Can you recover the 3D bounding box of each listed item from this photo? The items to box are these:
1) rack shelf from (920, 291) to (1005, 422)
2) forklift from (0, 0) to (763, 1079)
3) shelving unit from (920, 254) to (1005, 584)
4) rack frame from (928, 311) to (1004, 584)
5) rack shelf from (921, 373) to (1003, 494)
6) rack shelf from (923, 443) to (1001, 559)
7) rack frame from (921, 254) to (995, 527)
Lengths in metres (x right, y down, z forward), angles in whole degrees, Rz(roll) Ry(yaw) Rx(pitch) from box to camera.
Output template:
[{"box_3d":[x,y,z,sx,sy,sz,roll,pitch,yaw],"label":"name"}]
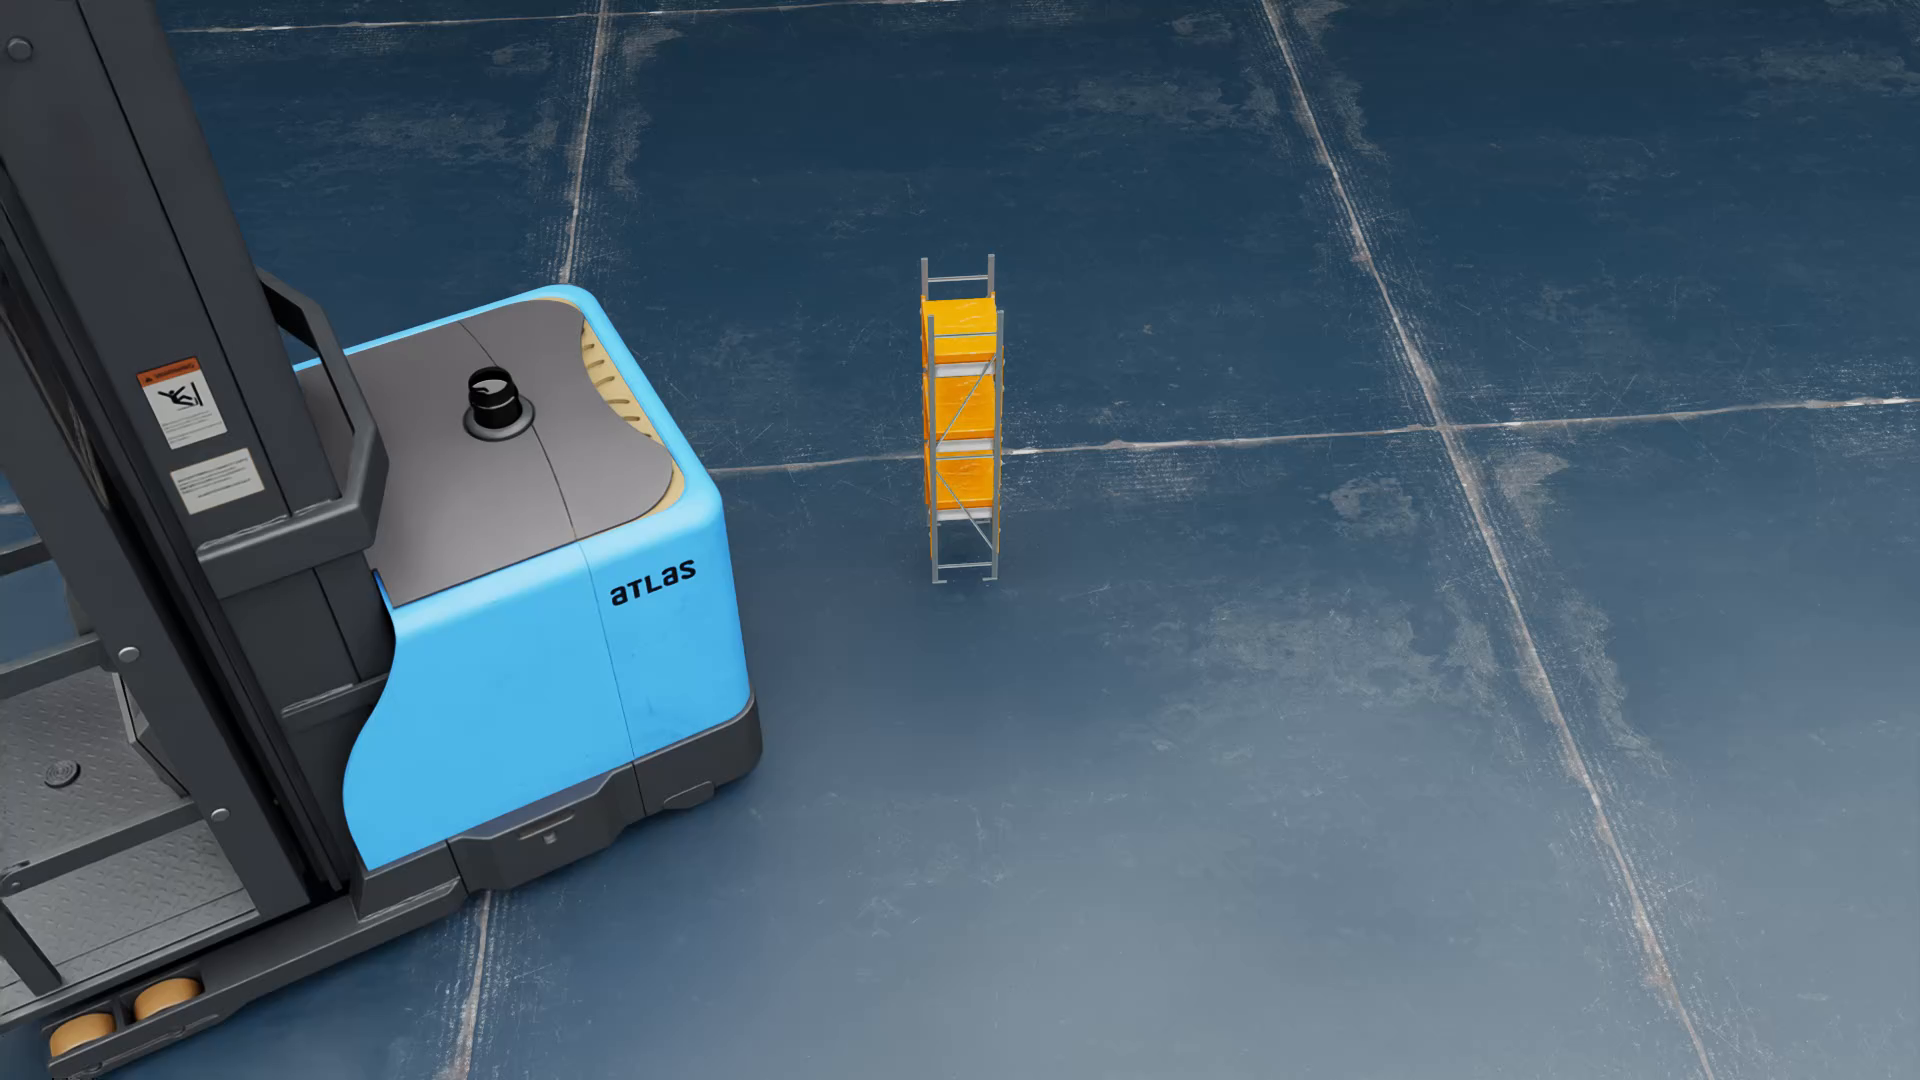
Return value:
[{"box_3d":[0.004,-0.510,4.634,0.215,0.259,0.240,-3,47,-3],"label":"rack shelf"},{"box_3d":[-2.087,-0.151,3.375,3.031,2.935,1.130,-22,50,-19],"label":"forklift"},{"box_3d":[0.004,-0.322,4.832,0.215,1.050,0.252,-3,47,-3],"label":"shelving unit"},{"box_3d":[0.015,-0.234,4.749,0.200,1.050,0.008,-3,47,-3],"label":"rack frame"},{"box_3d":[0.004,-0.315,4.840,0.215,0.259,0.240,-3,47,-3],"label":"rack shelf"},{"box_3d":[0.004,-0.124,5.042,0.215,0.259,0.240,-3,47,-3],"label":"rack shelf"},{"box_3d":[-0.006,-0.411,4.916,0.200,1.050,0.008,-3,47,-3],"label":"rack frame"}]
